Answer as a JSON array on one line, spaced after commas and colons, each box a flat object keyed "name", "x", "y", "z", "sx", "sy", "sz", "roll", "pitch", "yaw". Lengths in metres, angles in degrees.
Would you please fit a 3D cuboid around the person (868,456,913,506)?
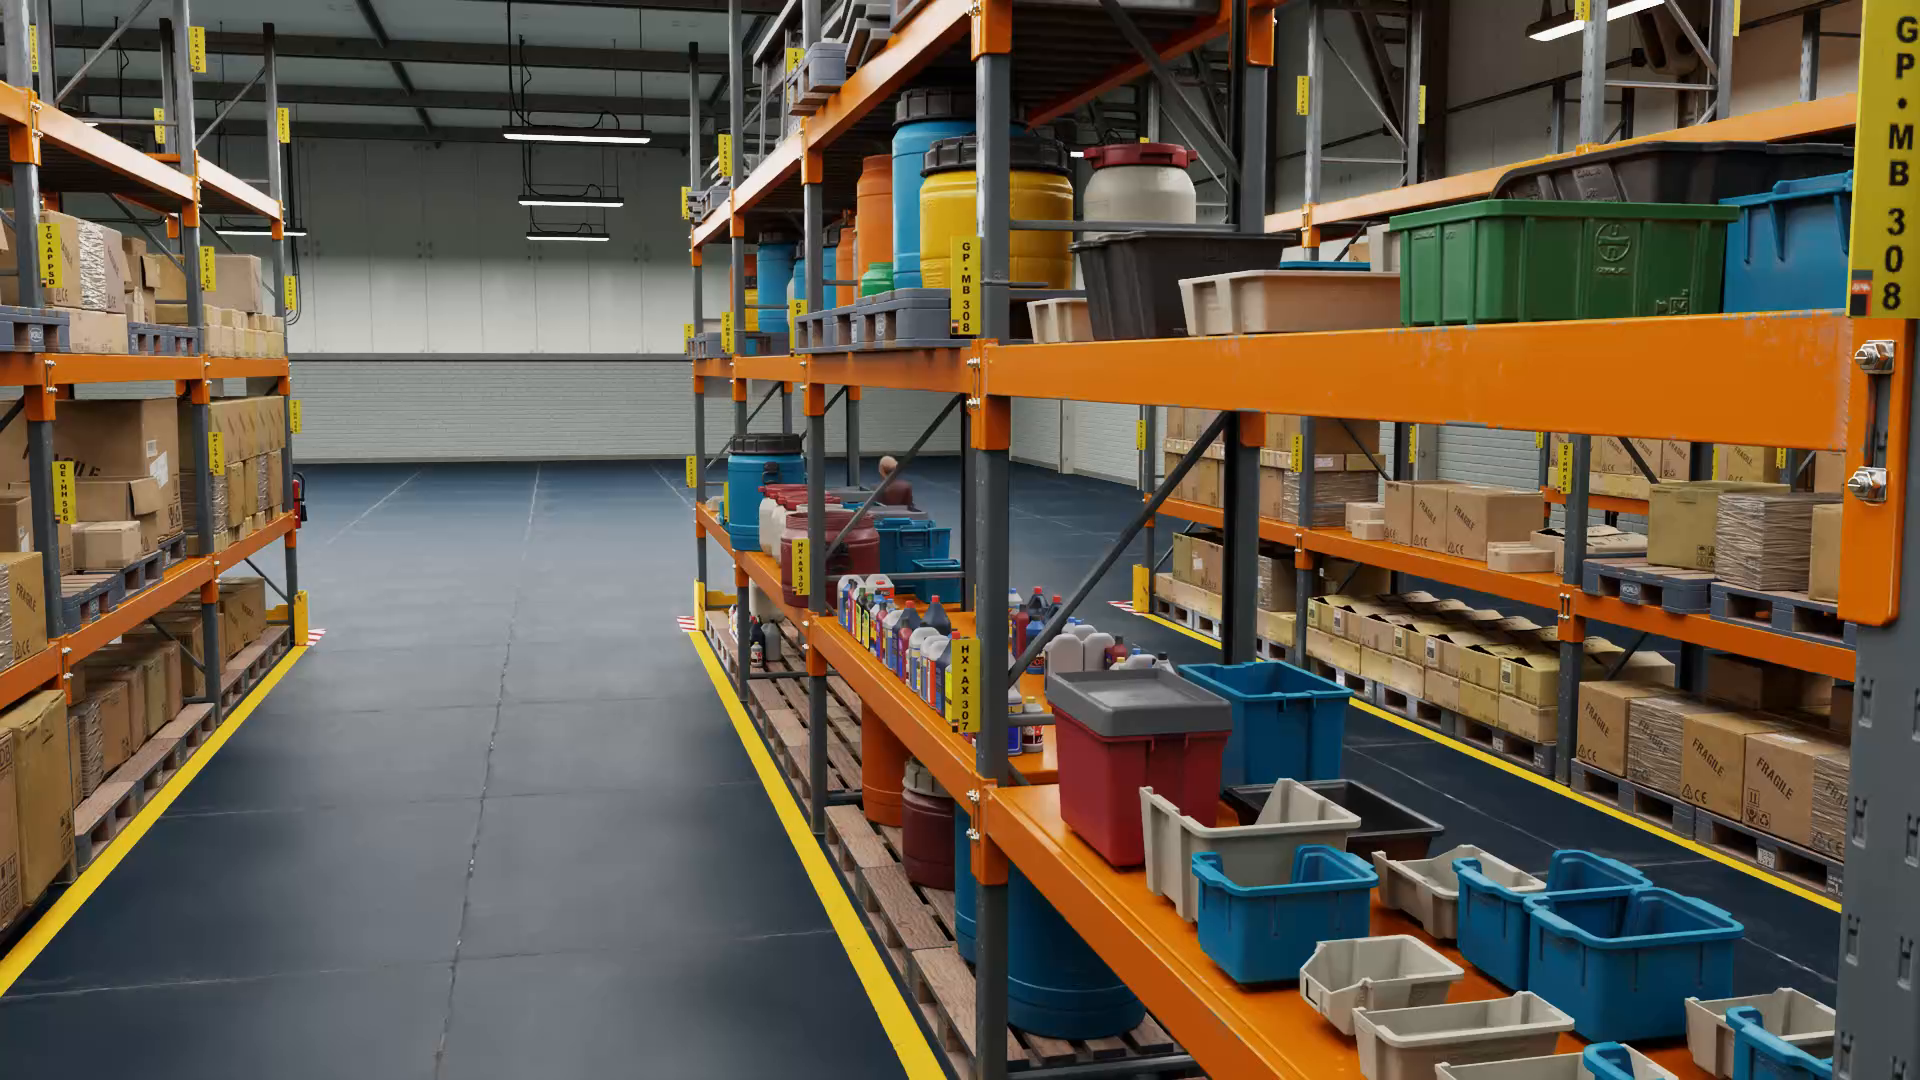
[{"name": "person", "x": -0.741, "y": -0.018, "z": 17.761, "sx": 0.595, "sy": 1.756, "sz": 0.811, "roll": -3, "pitch": 7, "yaw": -27}]
